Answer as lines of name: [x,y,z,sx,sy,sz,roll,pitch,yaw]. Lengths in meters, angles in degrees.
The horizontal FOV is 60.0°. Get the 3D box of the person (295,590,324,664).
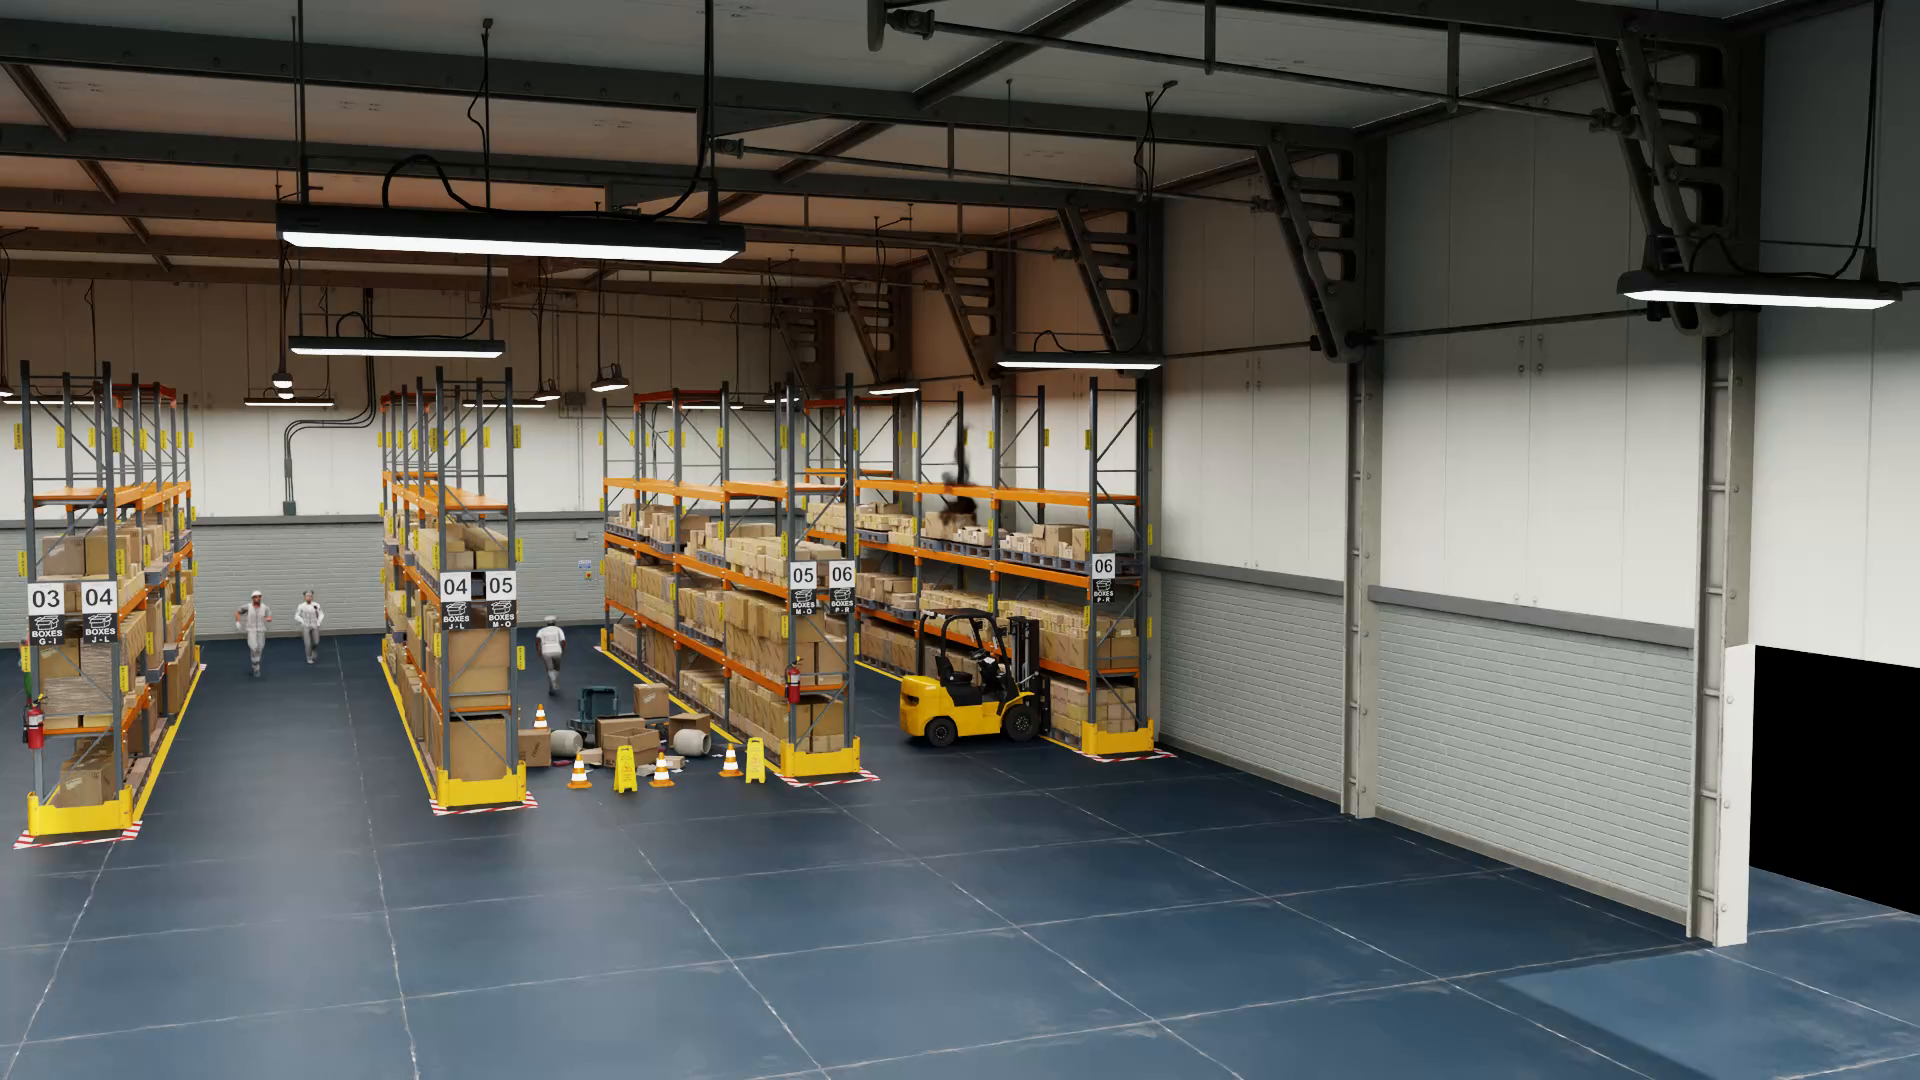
person: [-14.520,1.940,37.157,0.610,1.650,0.533,-2,4,-28]

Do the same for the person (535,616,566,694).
person: [-8.057,2.298,32.732,0.589,1.517,0.879,-1,4,-17]

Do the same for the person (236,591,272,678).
person: [-15.001,2.003,35.401,0.680,1.837,0.856,-2,4,-36]

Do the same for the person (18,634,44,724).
person: [-16.455,2.306,29.666,0.652,1.805,0.983,-1,4,-19]
